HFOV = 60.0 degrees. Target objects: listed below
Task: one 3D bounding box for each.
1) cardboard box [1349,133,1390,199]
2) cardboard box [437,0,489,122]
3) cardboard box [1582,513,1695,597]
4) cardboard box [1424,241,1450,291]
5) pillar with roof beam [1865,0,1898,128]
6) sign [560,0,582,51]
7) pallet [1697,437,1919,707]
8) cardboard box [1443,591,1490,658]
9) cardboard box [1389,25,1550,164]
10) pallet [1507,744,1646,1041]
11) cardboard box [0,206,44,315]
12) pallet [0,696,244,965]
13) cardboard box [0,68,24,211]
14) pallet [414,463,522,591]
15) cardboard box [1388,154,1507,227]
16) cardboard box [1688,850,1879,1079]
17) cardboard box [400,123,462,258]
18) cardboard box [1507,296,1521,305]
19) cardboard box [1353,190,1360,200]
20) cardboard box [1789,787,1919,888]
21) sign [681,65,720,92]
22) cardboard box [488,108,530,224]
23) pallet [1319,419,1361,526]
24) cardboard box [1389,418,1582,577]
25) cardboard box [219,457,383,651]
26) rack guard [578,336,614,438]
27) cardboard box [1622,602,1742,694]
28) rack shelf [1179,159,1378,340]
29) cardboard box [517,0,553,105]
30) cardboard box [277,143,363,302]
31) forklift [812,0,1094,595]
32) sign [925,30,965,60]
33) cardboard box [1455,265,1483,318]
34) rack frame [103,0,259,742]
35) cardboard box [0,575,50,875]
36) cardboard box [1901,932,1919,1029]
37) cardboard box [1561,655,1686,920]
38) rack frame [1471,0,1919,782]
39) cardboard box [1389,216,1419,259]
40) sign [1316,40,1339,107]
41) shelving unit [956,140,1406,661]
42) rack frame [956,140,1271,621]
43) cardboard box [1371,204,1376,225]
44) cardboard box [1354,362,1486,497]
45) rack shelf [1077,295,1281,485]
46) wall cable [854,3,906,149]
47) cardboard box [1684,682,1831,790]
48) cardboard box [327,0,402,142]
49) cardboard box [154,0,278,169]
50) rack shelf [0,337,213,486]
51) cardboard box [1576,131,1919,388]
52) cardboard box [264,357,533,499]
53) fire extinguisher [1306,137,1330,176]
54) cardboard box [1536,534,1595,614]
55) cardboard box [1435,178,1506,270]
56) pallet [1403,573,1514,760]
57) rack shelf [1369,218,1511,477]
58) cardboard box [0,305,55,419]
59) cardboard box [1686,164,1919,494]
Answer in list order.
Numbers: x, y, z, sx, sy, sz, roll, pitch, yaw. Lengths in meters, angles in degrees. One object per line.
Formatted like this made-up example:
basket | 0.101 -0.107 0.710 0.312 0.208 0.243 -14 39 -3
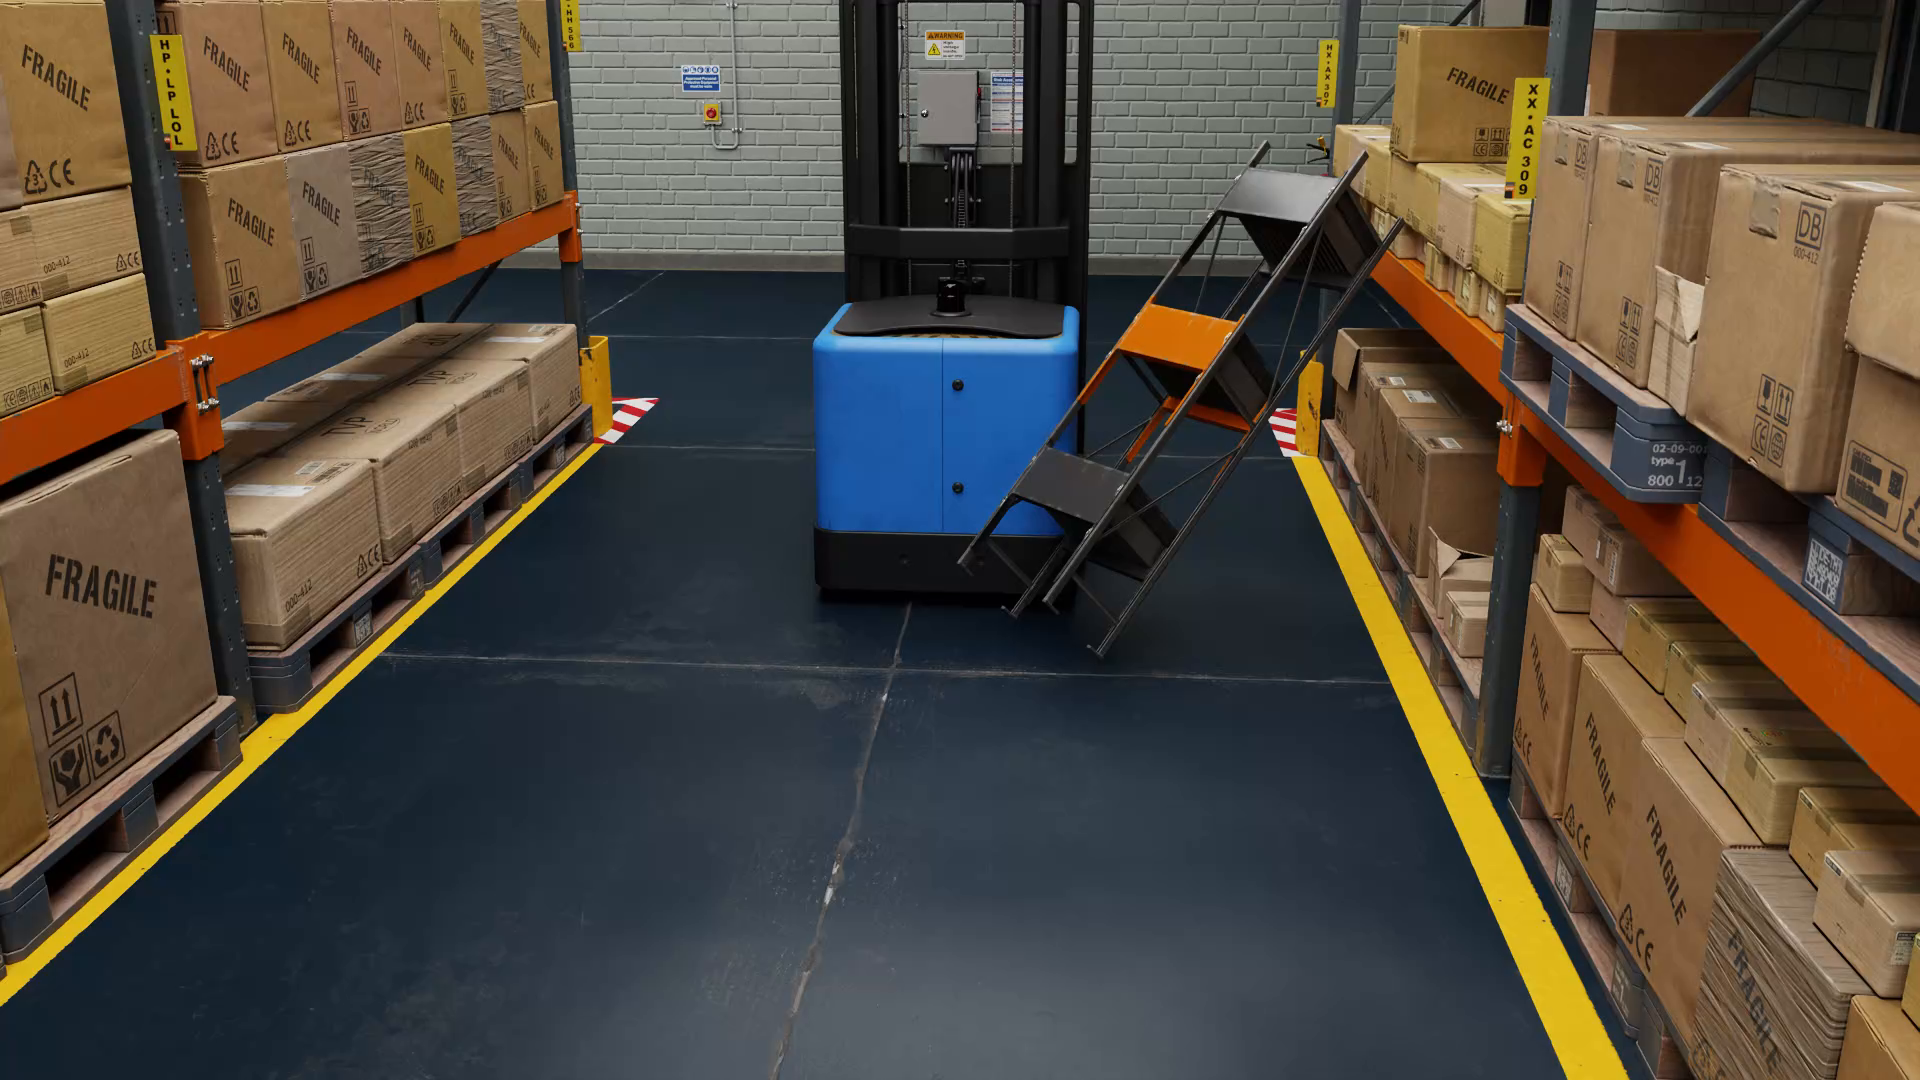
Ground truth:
cardboard box | 2.064 -1.709 7.586 0.500 0.250 0.500 1 18 5
cardboard box | -2.394 -2.092 7.223 0.500 0.500 0.500 1 18 4
cardboard box | 1.852 0.037 4.312 0.380 0.149 0.250 0 18 1
cardboard box | 1.913 -0.997 6.053 0.380 0.149 0.250 1 18 3
pillar with roof beam | -1.231 -3.832 4.665 9.100 9.000 0.400 1 18 4
sign | -2.010 -2.687 8.566 0.100 0.325 0.005 1 18 4
pallet | 1.962 0.041 2.789 1.003 0.211 1.213 1 18 4
cardboard box | 1.861 0.287 5.634 0.380 0.149 0.250 1 18 2
cardboard box | 1.993 -1.756 6.525 0.500 0.500 0.500 2 18 5
pallet | 2.094 0.890 4.368 1.003 0.211 1.213 1 18 4
cardboard box | -2.654 -0.667 4.078 0.500 0.250 0.500 2 18 5
pallet | -2.817 0.768 4.739 1.003 0.211 1.213 1 18 4
cardboard box | -2.648 -1.016 3.939 0.500 0.500 0.500 2 18 5
pallet | -2.619 -0.087 7.351 1.003 0.211 1.213 1 18 4
cardboard box | 2.016 -1.393 6.619 0.500 0.250 0.500 1 18 2
cardboard box | 1.743 0.926 3.118 0.500 0.500 0.500 1 18 2
cardboard box | -2.423 -1.456 6.889 0.500 0.500 0.500 2 18 6
cardboard box | 1.885 -0.674 5.066 0.380 0.149 0.250 2 18 5
cardboard box | 2.104 -1.715 8.245 0.380 0.149 0.250 1 18 3
cardboard box | 1.802 0.588 3.108 0.380 0.149 0.250 1 18 4
sign | -2.213 -3.941 14.198 0.327 0.218 0.001 1 18 4
cardboard box | -2.372 -1.777 7.867 0.500 0.500 0.500 1 18 3
pallet | 2.340 -0.334 8.105 1.003 0.211 1.213 1 18 4
cardboard box | 2.088 -0.168 6.457 0.700 0.500 0.500 1 18 2
cardboard box | -2.685 0.027 5.963 0.875 0.438 0.875 1 18 3
rack guard | -2.548 -0.860 9.245 1.175 0.500 0.348 1 18 4
cardboard box | 1.874 0.265 4.096 0.380 0.149 0.250 0 18 1
rack shelf | 1.251 -1.113 6.416 0.480 0.431 0.518 23 72 49
cardboard box | -2.347 -2.408 8.189 0.500 0.500 0.500 2 18 6
cardboard box | -2.502 -1.142 5.930 0.500 0.500 0.500 1 18 4
forklift | 0.048 -1.588 7.564 1.130 2.935 3.031 1 18 4
sign | -0.125 -4.158 13.969 0.339 0.242 0.001 1 18 4
cardboard box | 1.877 -0.836 5.562 0.380 0.149 0.250 2 18 5
rack frame | -2.837 -0.798 5.042 1.000 3.000 0.127 1 18 4
cardboard box | -2.858 0.487 3.857 0.875 0.875 0.875 2 18 6
cardboard box | 1.744 0.750 2.615 0.380 0.149 0.250 1 18 3
cardboard box | 1.827 0.611 4.082 0.500 0.500 0.500 1 18 3
rack frame | 2.114 -0.689 4.707 1.000 3.000 0.127 1 18 4
cardboard box | 1.963 -1.234 6.776 0.380 0.149 0.250 2 18 5
sign | 1.860 -2.354 8.400 0.100 0.325 0.005 1 18 4
shelving unit | 0.855 -0.570 6.279 0.503 0.431 2.100 23 72 49
rack frame | 0.706 -0.632 6.462 0.015 0.400 2.100 23 72 49
cardboard box | 2.068 -1.476 7.514 0.380 0.149 0.250 2 18 6
cardboard box | 2.163 -0.490 7.441 0.700 0.500 0.500 2 18 6
rack shelf | 0.847 -0.559 6.277 0.480 0.431 0.518 23 72 49
wall cable | -0.754 -4.247 13.935 0.588 1.984 0.122 1 18 4
cardboard box | 1.812 0.427 3.601 0.380 0.149 0.250 1 18 4
cardboard box | -2.471 -1.779 6.268 0.500 0.500 0.500 2 18 5
cardboard box | -2.561 -1.463 5.305 0.500 0.500 0.500 1 18 4
rack shelf | -2.980 0.165 3.258 1.077 0.370 4.000 1 18 4
cardboard box | 1.820 -0.629 3.692 0.700 0.500 0.500 1 18 5
cardboard box | -2.555 -0.531 7.666 0.875 0.438 0.875 2 18 5
fire extinguisher | 1.951 -1.773 8.739 0.296 0.674 0.183 1 18 4
cardboard box | 1.823 0.097 4.608 0.380 0.149 0.250 2 18 7
cardboard box | 1.929 -1.078 5.659 0.500 0.250 0.500 1 18 4
pallet | 2.165 0.423 5.792 1.003 0.211 1.213 1 18 4
rack shelf | 2.258 -0.968 6.715 1.077 0.370 4.000 1 18 4
cardboard box | -2.655 -0.424 4.140 0.500 0.250 0.500 1 18 3
cardboard box | 1.763 -0.386 2.948 0.700 0.500 0.500 1 18 4
